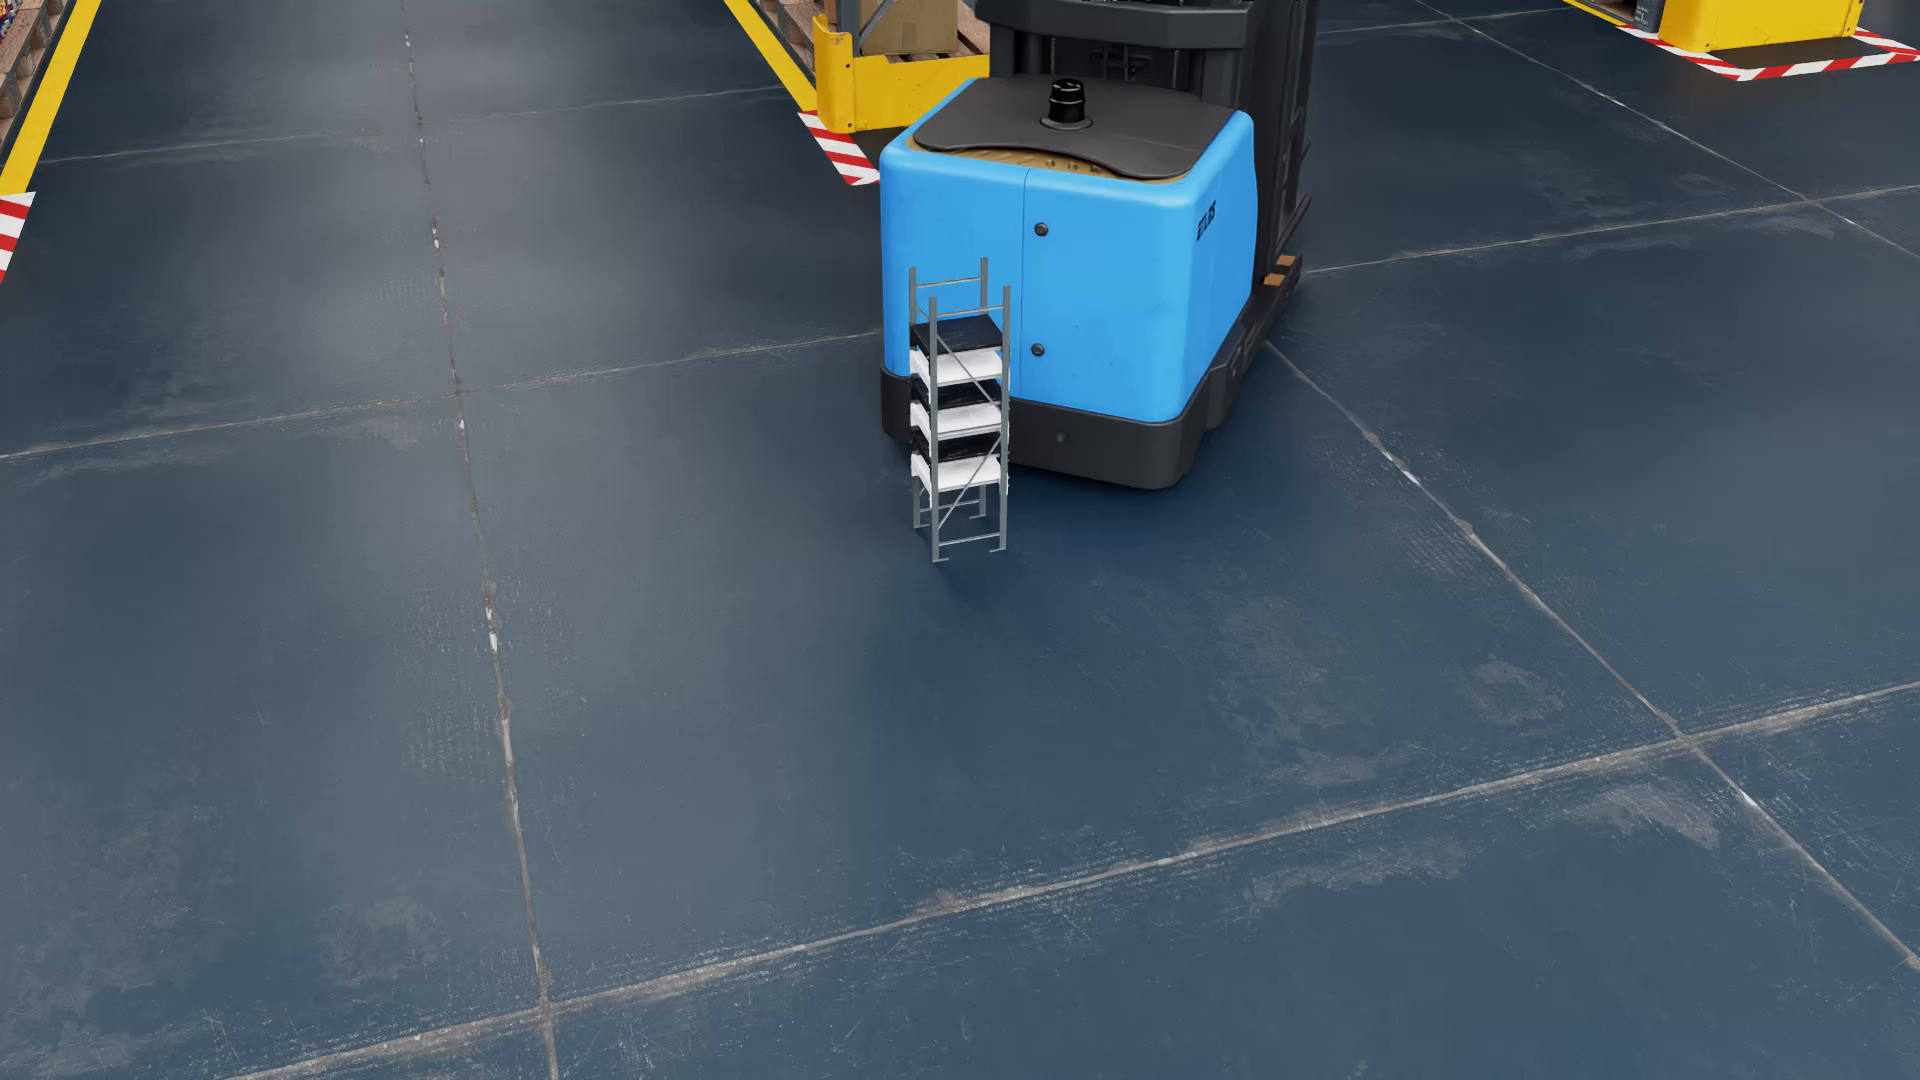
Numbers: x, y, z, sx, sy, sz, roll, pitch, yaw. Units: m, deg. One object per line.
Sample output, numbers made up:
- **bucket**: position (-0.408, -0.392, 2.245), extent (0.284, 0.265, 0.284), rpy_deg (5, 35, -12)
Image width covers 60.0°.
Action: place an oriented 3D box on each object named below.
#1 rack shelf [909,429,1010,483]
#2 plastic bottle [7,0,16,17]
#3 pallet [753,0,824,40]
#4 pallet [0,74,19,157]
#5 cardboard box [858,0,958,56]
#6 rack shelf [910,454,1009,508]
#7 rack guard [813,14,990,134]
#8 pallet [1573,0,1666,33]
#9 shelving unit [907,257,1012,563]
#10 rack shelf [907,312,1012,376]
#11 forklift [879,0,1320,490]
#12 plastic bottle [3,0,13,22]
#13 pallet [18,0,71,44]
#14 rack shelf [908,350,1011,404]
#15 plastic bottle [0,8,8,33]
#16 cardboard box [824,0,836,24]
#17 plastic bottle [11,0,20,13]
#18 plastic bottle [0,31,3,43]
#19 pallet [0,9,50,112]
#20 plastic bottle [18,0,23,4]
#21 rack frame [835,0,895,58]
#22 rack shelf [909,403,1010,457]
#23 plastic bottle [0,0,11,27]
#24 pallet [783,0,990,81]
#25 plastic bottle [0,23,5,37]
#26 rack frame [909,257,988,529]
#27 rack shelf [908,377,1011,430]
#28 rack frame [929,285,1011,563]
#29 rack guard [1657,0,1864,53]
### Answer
- **rack shelf**: position (-0.002, -0.277, 5.076), extent (0.258, 0.077, 0.200), rpy_deg (-10, 35, -15)
- **plastic bottle**: position (-5.317, -3.006, 9.217), extent (0.097, 0.201, 0.097), rpy_deg (0, 33, 0)
- **pallet**: position (-0.722, -3.374, 10.165), extent (1.003, 0.211, 1.213), rpy_deg (-10, 35, -15)
- **pallet**: position (-5.144, -1.889, 7.917), extent (1.003, 0.211, 1.213), rpy_deg (-10, 35, -15)
- **cardboard box**: position (-0.291, -2.889, 8.787), extent (0.500, 0.500, 0.500), rpy_deg (-4, 34, -6)
- **rack shelf**: position (-0.002, -0.202, 5.126), extent (0.258, 0.077, 0.200), rpy_deg (-10, 35, -15)
- **rack guard**: position (-0.139, -2.423, 8.463), extent (1.175, 0.500, 0.348), rpy_deg (-10, 35, -15)
- **pallet**: position (4.320, -3.450, 10.280), extent (1.003, 0.211, 1.213), rpy_deg (-10, 35, -15)
- **shelving unit**: position (-0.002, -0.380, 5.008), extent (0.258, 0.900, 0.210), rpy_deg (-10, 35, -15)
- **rack shelf**: position (-0.002, -0.577, 4.878), extent (0.258, 0.077, 0.200), rpy_deg (-10, 35, -15)
- **forklift**: position (0.745, -2.190, 5.905), extent (1.130, 2.935, 3.031), rpy_deg (12, 35, 18)
- **plastic bottle**: position (-5.286, -2.981, 9.117), extent (0.097, 0.271, 0.097), rpy_deg (0, 33, 0)
- **pallet**: position (-5.888, -3.170, 9.856), extent (1.003, 0.211, 1.213), rpy_deg (-10, 35, -15)
- **rack shelf**: position (-0.002, -0.502, 4.928), extent (0.258, 0.077, 0.200), rpy_deg (-10, 35, -15)
- **plastic bottle**: position (-5.225, -2.875, 8.956), extent (0.097, 0.271, 0.097), rpy_deg (0, 33, 0)
- **cardboard box**: position (-0.506, -3.197, 9.254), extent (0.500, 0.500, 0.500), rpy_deg (-1, 33, -2)
- **plastic bottle**: position (-5.380, -3.094, 9.283), extent (0.152, 0.276, 0.135), rpy_deg (-9, 35, -14)
- **plastic bottle**: position (-5.141, -2.769, 8.785), extent (0.061, 0.283, 0.133), rpy_deg (-9, 35, -14)
- **pallet**: position (-5.512, -2.528, 8.885), extent (1.003, 0.211, 1.213), rpy_deg (-10, 35, -15)
- **plastic bottle**: position (-5.425, -3.211, 9.393), extent (0.144, 0.351, 0.185), rpy_deg (-10, 35, -15)
- **rack frame**: position (-0.116, -3.426, 7.714), extent (1.000, 3.000, 0.127), rpy_deg (-10, 35, -15)
- **rack shelf**: position (-0.002, -0.352, 5.027), extent (0.258, 0.077, 0.200), rpy_deg (-10, 35, -15)
- **plastic bottle**: position (-5.255, -2.898, 9.054), extent (0.097, 0.201, 0.097), rpy_deg (0, 33, 0)
- **pallet**: position (-0.354, -2.735, 9.197), extent (1.003, 0.211, 1.213), rpy_deg (-10, 35, -15)
- **plastic bottle**: position (-5.194, -2.822, 8.876), extent (0.097, 0.271, 0.097), rpy_deg (0, 33, 0)
- **rack frame**: position (-0.033, -0.433, 5.089), extent (0.240, 0.900, 0.006), rpy_deg (-10, 35, -15)
- **rack shelf**: position (-0.002, -0.427, 4.977), extent (0.258, 0.077, 0.200), rpy_deg (-10, 35, -15)
- **rack frame**: position (0.029, -0.326, 4.928), extent (0.240, 0.900, 0.006), rpy_deg (-10, 35, -15)
- **rack guard**: position (4.645, -3.151, 9.566), extent (1.175, 0.500, 0.348), rpy_deg (-10, 35, -15)
